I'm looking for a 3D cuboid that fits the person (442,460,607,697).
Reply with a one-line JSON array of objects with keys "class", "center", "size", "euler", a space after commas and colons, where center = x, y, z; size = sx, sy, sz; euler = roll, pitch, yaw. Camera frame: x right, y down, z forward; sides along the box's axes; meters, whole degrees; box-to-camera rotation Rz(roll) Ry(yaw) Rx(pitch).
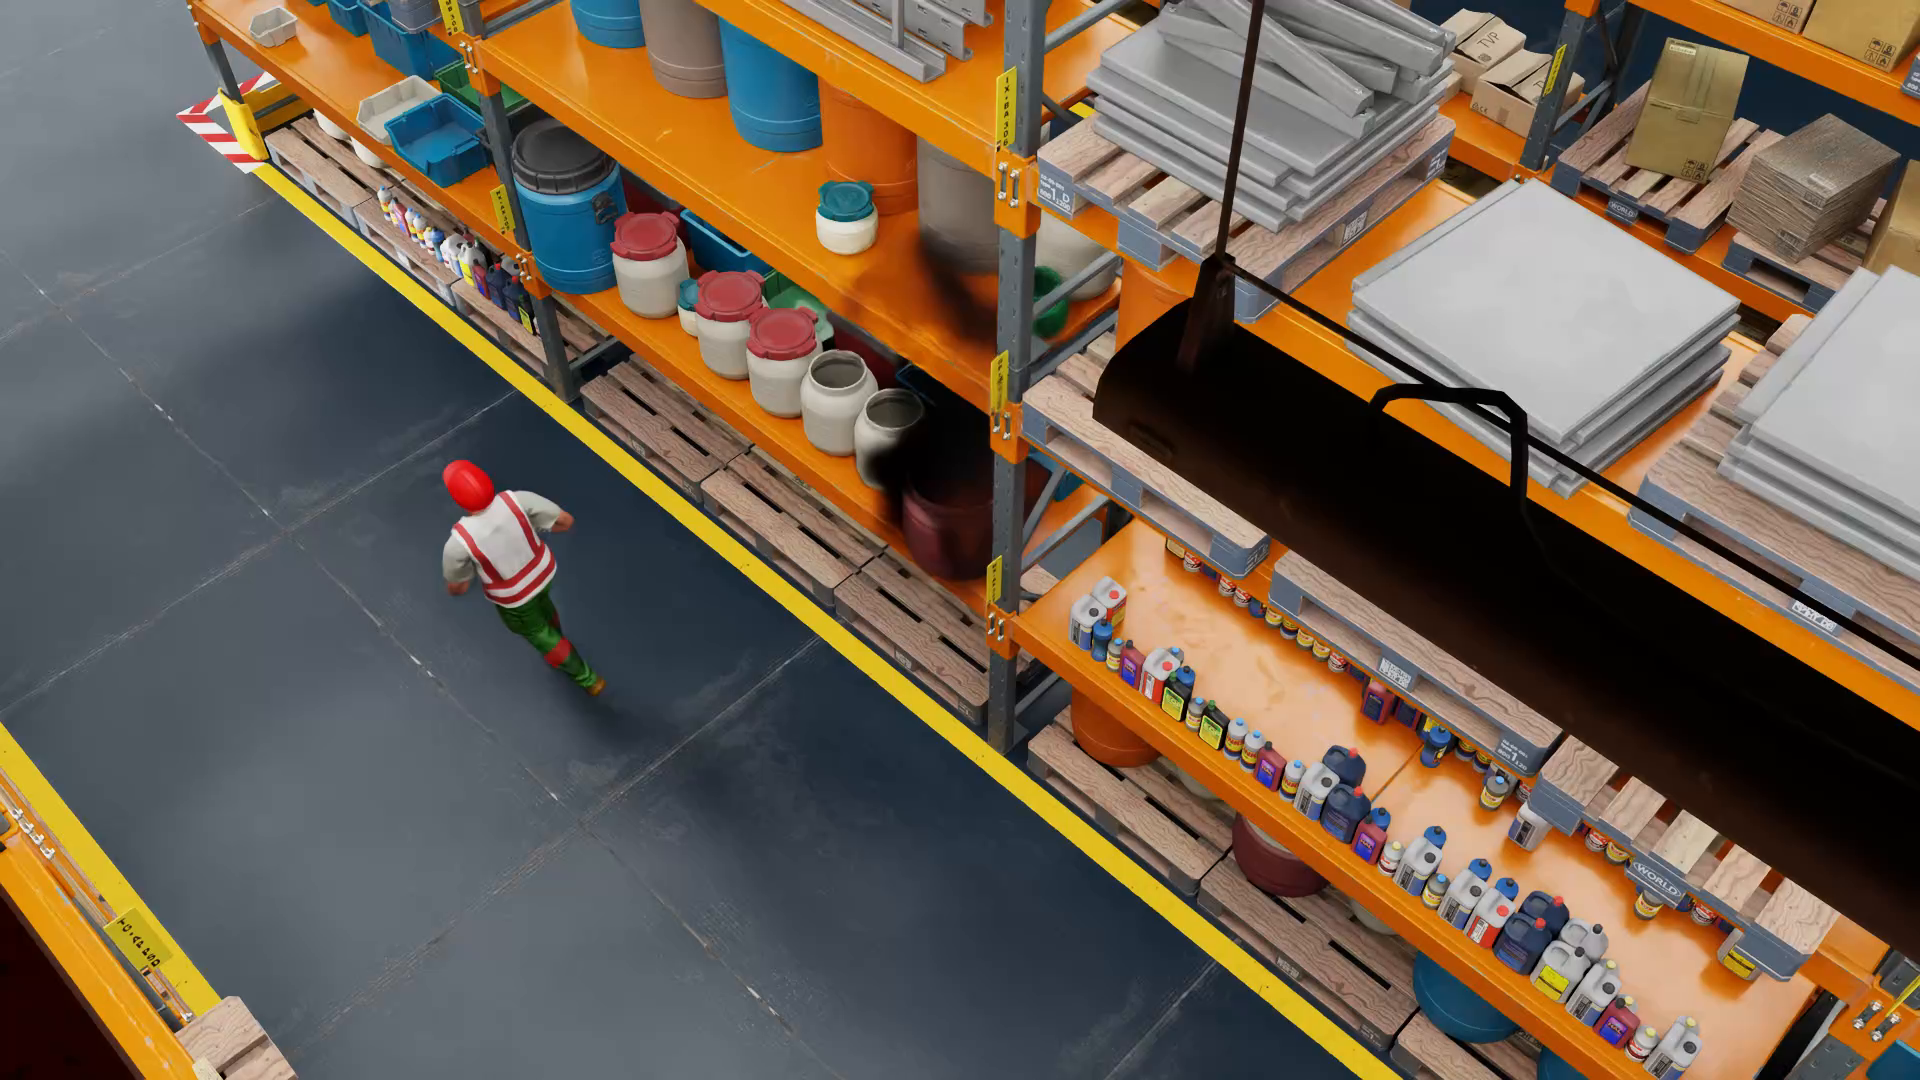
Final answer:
[{"class": "person", "center": [-2.321, 0.243, 8.689], "size": [0.786, 1.776, 0.700], "euler": [36, 59, 26]}]
